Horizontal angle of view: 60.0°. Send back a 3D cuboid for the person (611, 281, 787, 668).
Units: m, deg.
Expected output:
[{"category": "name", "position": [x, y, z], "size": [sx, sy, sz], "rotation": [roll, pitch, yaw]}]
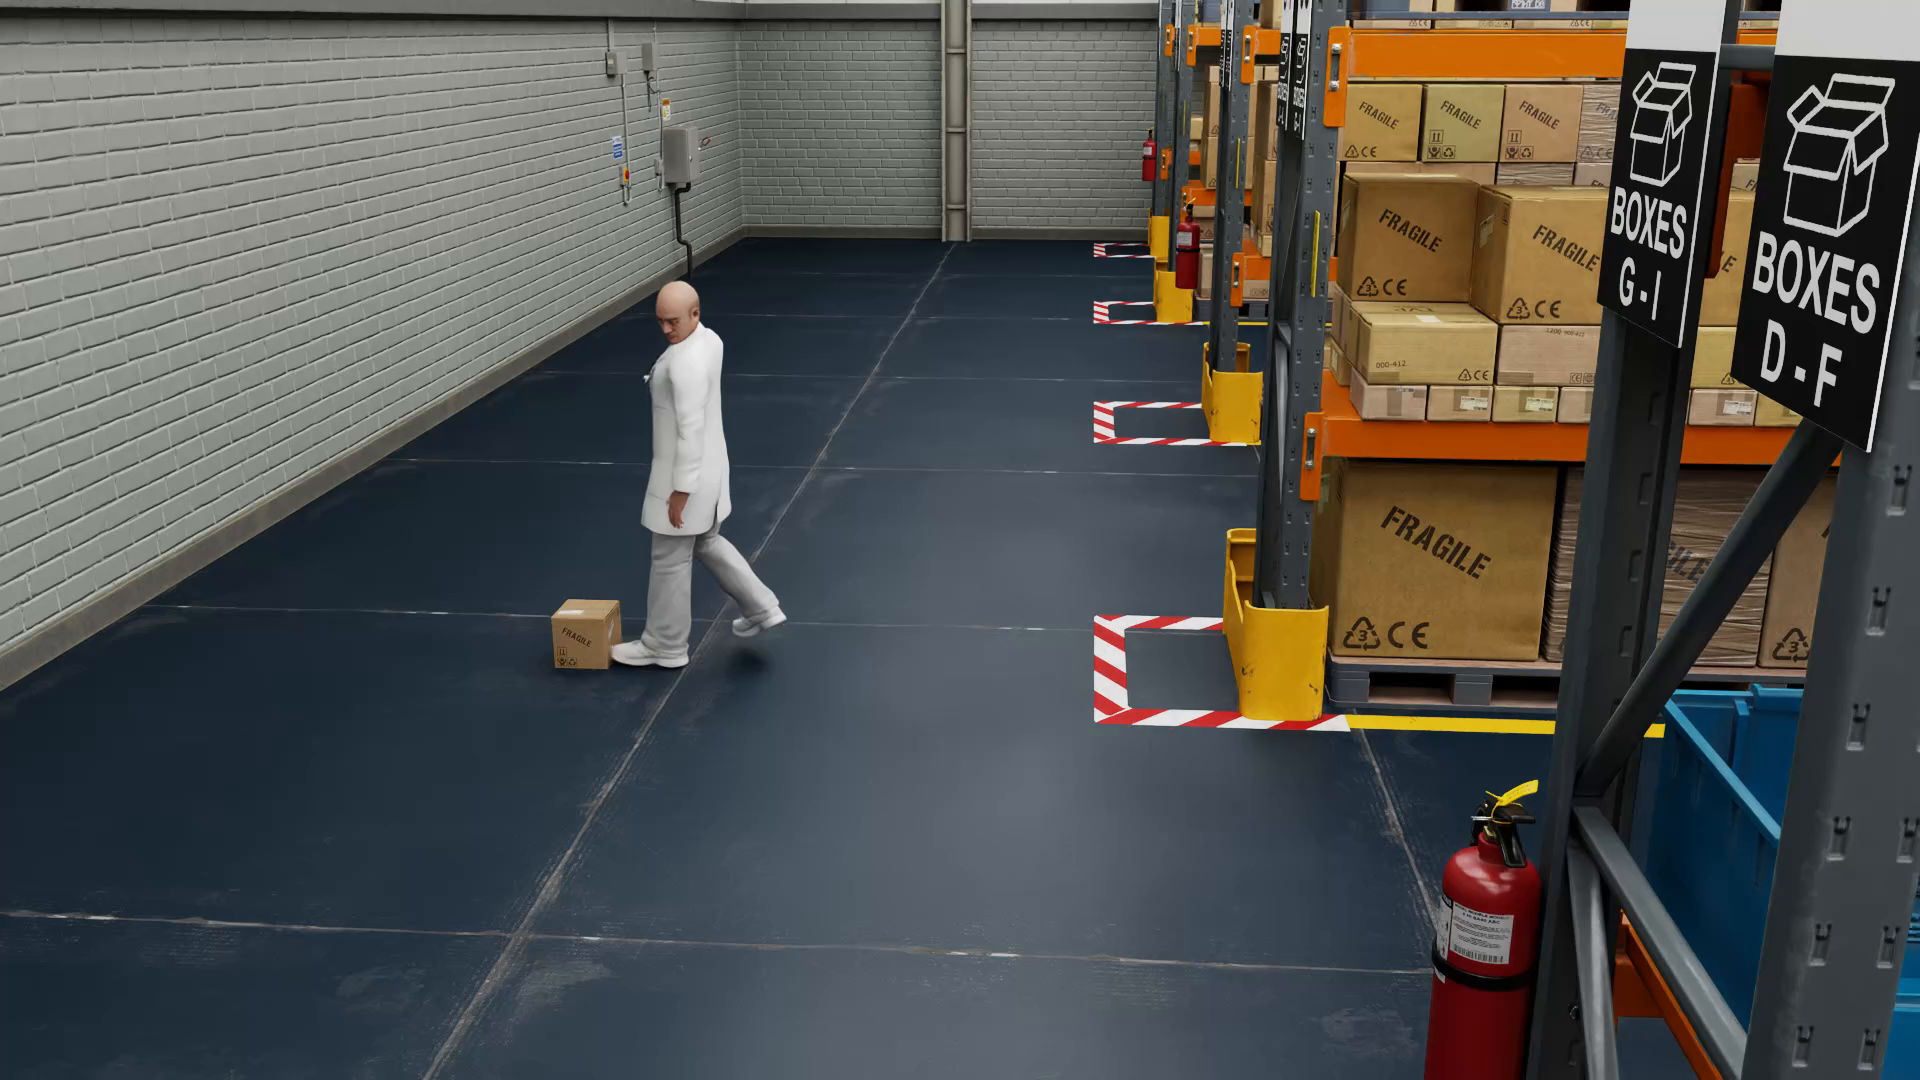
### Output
[{"category": "person", "position": [-1.211, -0.291, 7.468], "size": [0.800, 1.767, 0.631], "rotation": [3, 18, 11]}]
